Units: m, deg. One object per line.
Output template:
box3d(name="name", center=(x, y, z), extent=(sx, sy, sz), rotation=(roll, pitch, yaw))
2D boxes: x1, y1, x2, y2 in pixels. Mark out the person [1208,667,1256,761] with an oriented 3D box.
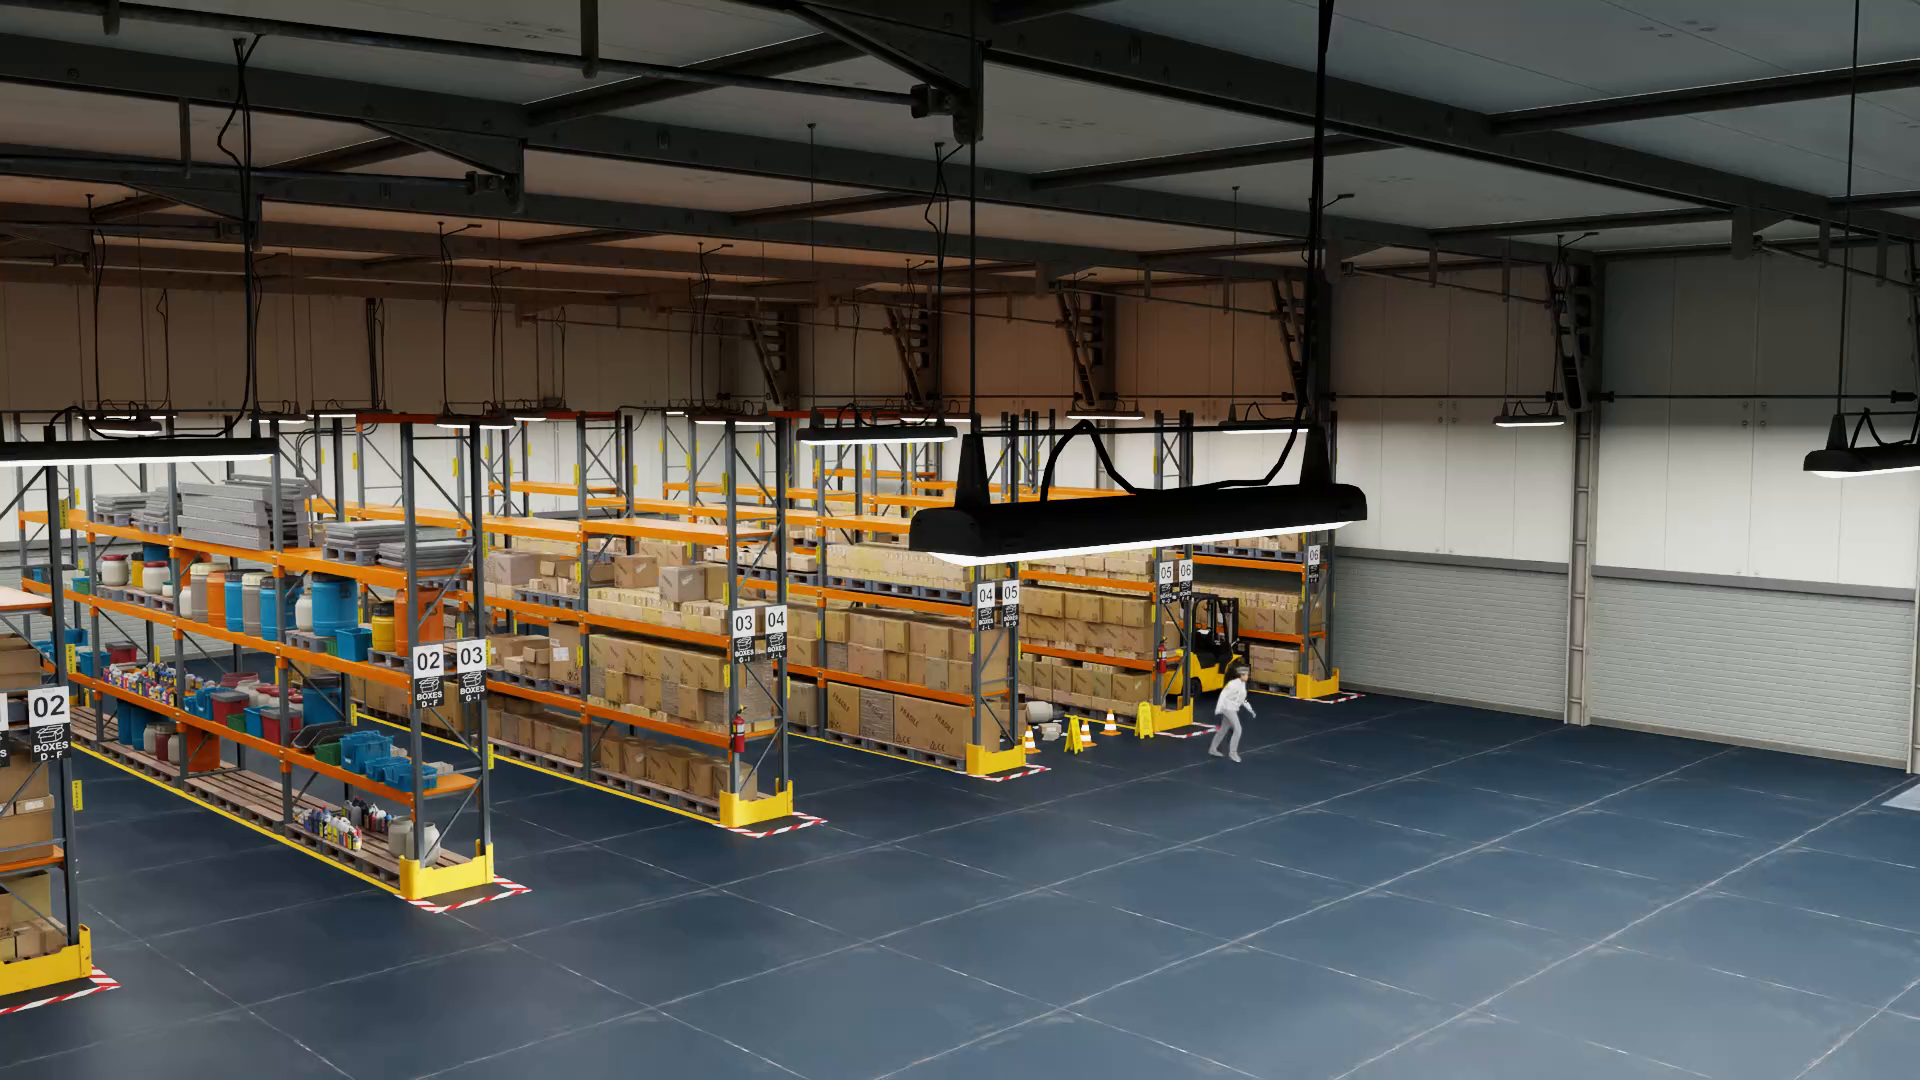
box3d(name="person", center=(4.755, 3.020, 29.113), extent=(0.789, 1.634, 0.553), rotation=(3, 6, 27))
